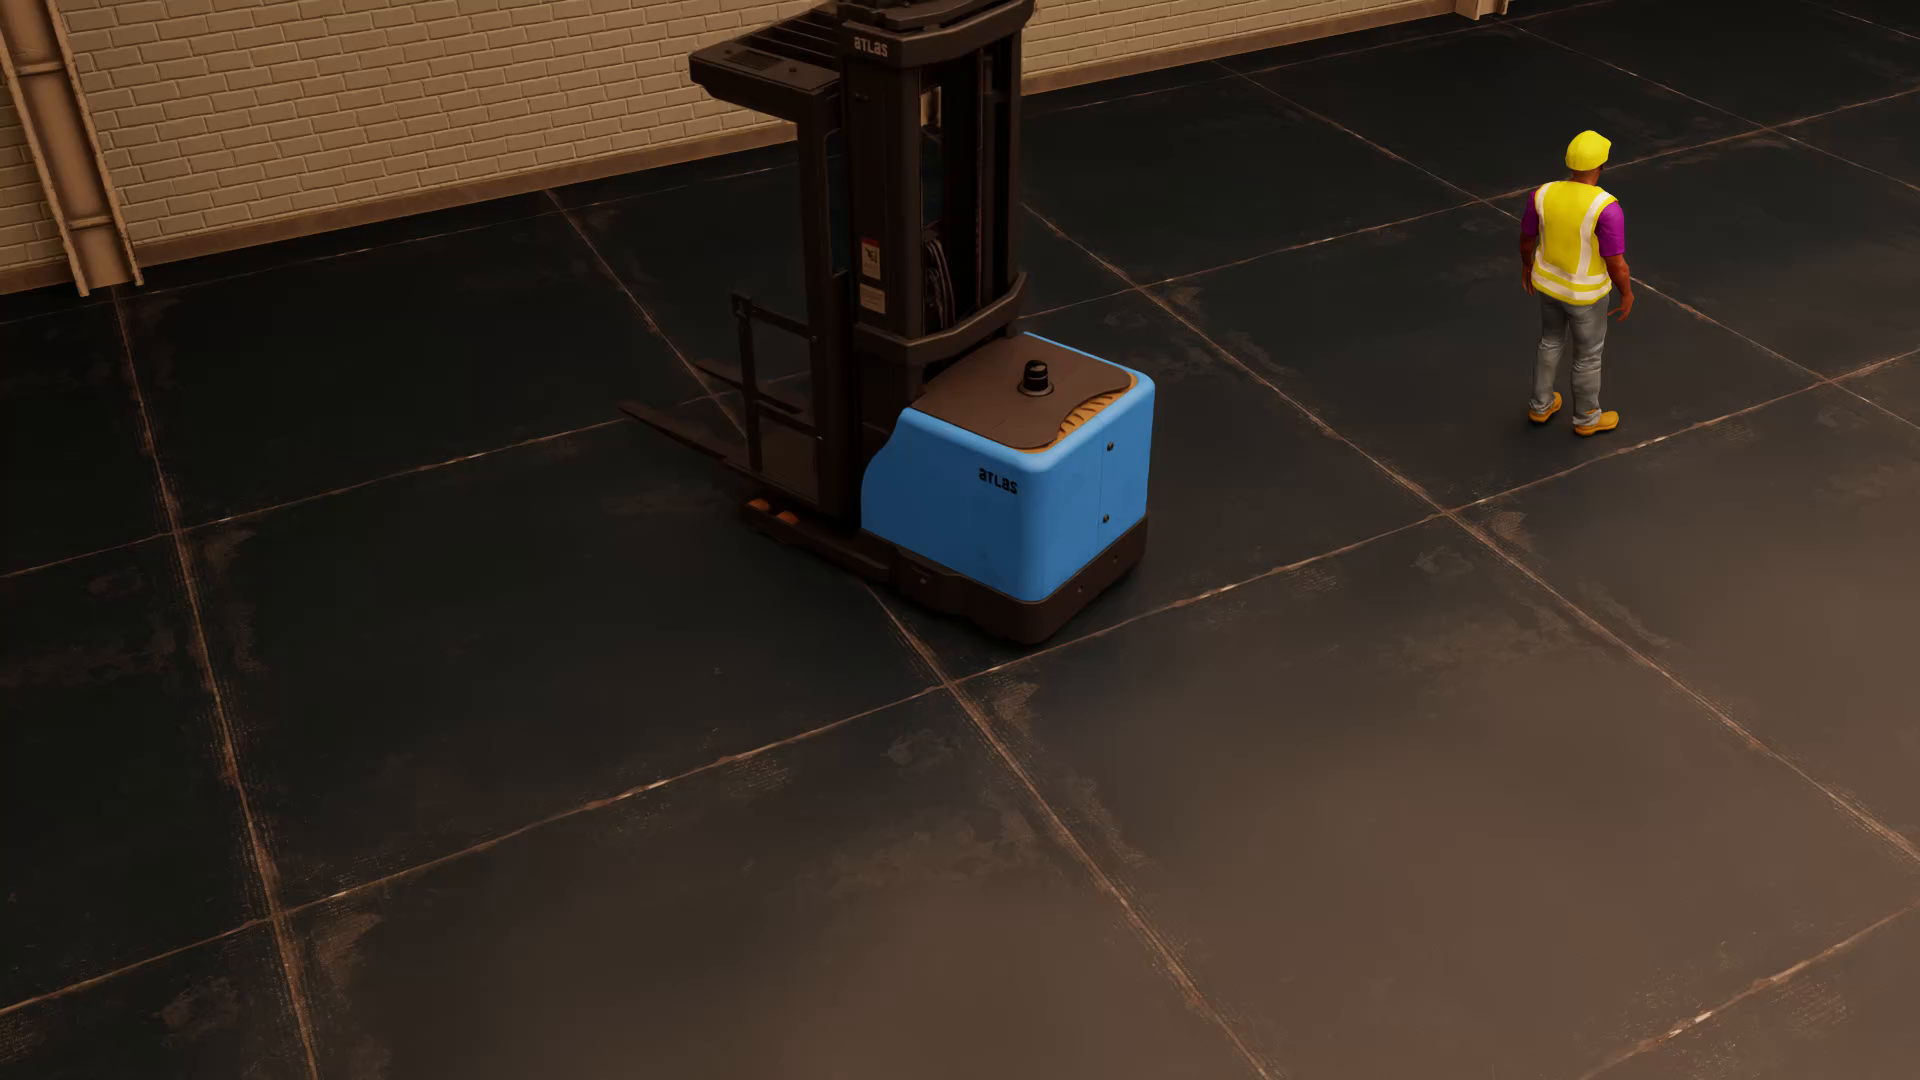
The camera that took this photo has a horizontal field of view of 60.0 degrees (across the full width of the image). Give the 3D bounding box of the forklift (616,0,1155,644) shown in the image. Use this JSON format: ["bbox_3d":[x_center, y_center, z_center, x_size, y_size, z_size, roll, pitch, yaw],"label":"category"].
[{"bbox_3d":[-0.533,-1.396,8.097,3.031,2.935,1.130,24,42,30],"label":"forklift"}]

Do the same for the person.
[{"bbox_3d":[3.396,-1.418,9.127,0.590,1.762,0.665,-27,43,-32],"label":"person"}]
